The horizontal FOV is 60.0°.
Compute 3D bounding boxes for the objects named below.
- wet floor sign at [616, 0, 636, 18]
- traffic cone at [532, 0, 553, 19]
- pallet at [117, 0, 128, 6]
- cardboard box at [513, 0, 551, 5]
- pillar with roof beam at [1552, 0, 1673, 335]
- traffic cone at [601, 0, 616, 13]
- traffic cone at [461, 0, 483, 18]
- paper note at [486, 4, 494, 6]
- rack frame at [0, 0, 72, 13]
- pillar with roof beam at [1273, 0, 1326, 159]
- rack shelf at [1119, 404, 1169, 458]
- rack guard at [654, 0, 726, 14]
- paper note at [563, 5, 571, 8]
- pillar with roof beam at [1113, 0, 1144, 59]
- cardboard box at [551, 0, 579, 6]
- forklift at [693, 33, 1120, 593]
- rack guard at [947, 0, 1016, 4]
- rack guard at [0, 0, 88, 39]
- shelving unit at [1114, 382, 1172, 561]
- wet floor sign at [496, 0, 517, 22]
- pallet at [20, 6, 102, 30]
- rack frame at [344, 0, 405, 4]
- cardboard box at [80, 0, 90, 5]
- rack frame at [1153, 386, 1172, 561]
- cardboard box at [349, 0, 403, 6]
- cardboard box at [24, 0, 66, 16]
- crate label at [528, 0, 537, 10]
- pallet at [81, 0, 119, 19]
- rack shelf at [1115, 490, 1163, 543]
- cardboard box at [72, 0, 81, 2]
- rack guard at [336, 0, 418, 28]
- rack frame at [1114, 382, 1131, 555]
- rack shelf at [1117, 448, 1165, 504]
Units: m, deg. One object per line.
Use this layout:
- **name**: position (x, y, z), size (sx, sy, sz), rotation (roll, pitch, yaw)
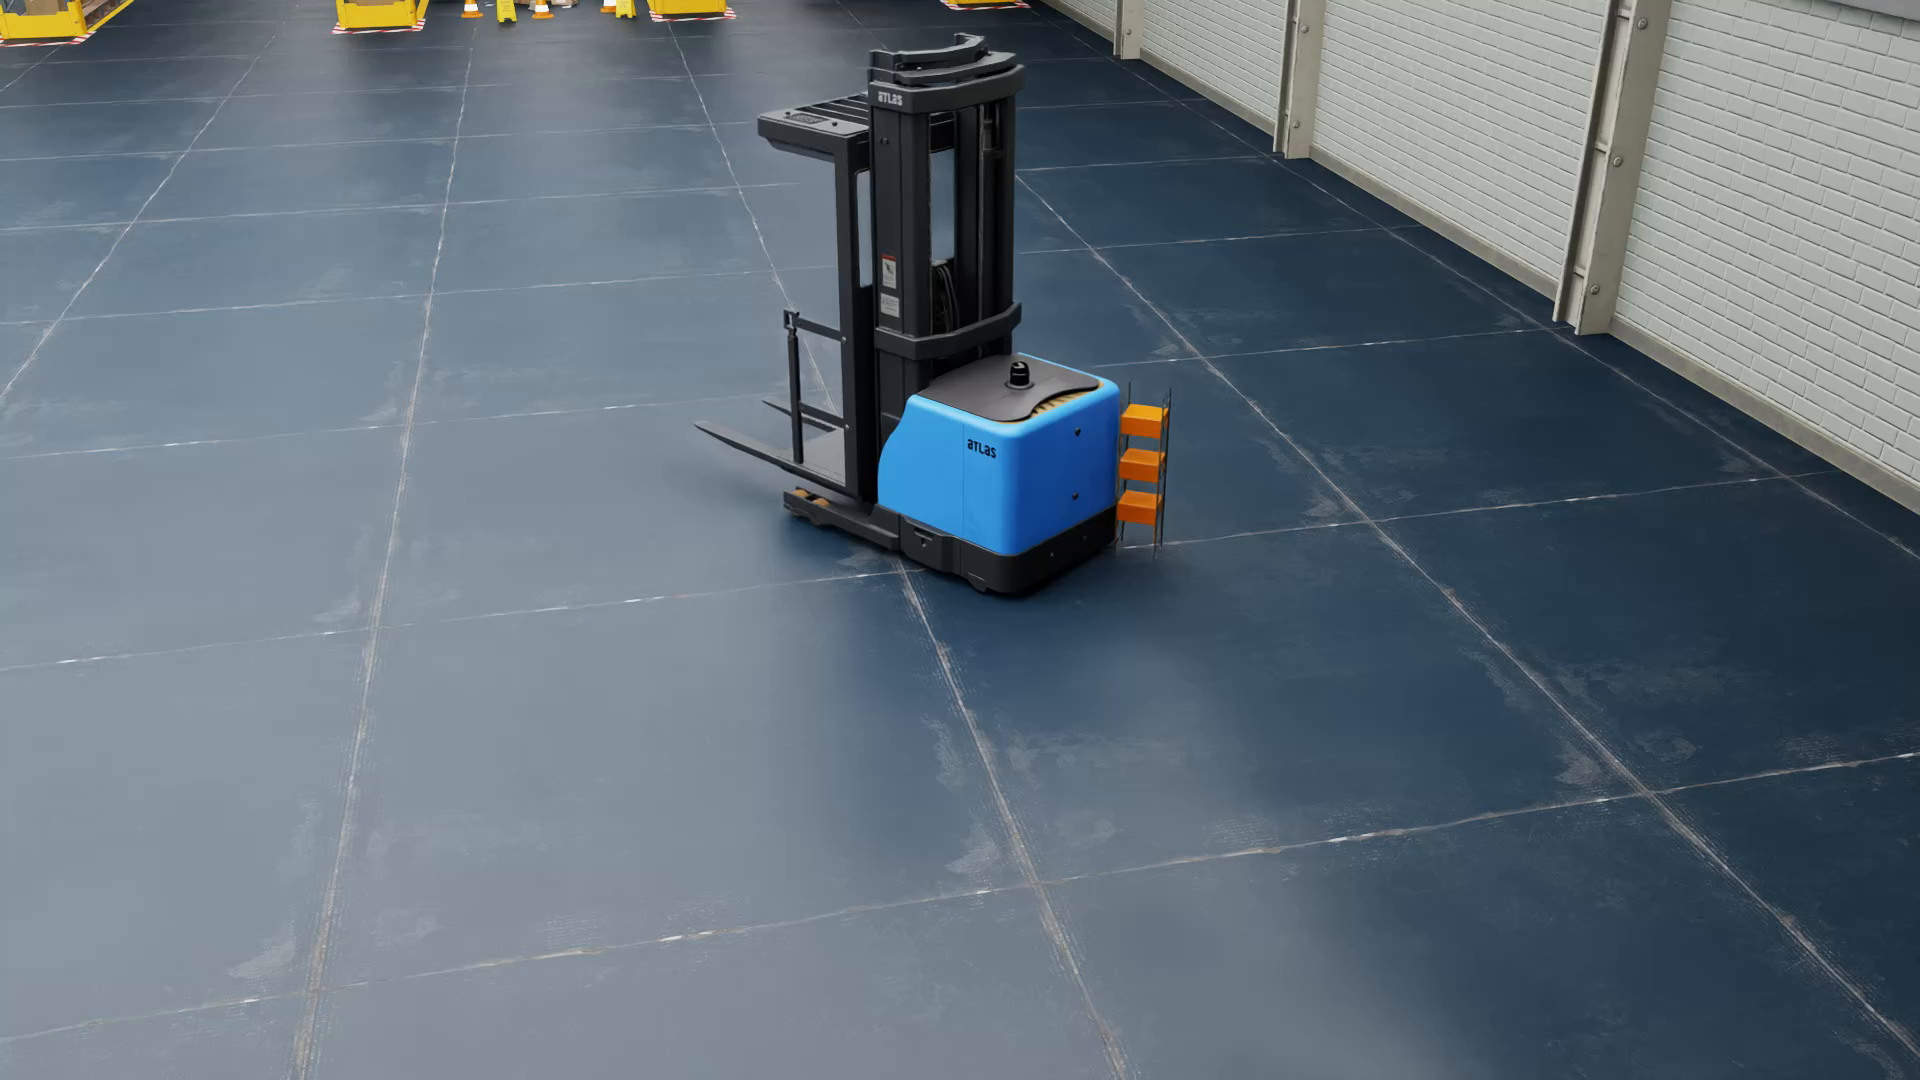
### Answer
- **wet floor sign**: position (-5.469, -8.868, 27.103), size (0.267, 0.644, 0.232), rotation (3, 27, 6)
- **traffic cone**: position (-6.828, -8.774, 27.120), size (0.336, 0.463, 0.334), rotation (-6, 27, -12)
- **pallet**: position (-14.840, -9.324, 28.489), size (1.003, 0.211, 1.213), rotation (-6, 27, -12)
- **cardboard box**: position (-7.332, -9.510, 28.533), size (0.637, 0.503, 0.797), rotation (19, 32, 32)
- **pillar with roof beam**: position (0.949, -5.352, 10.868), size (9.100, 9.000, 0.400), rotation (-6, 27, -12)
- **traffic cone**: position (-5.823, -9.036, 27.639), size (0.336, 0.463, 0.334), rotation (-6, 27, -12)
- **traffic cone**: position (-8.006, -8.808, 27.188), size (0.336, 0.463, 0.334), rotation (-6, 27, -12)
- **paper note**: position (-7.959, -9.080, 28.207), size (0.144, 0.017, 0.142), rotation (3, 27, 6)
- **rack frame**: position (-14.125, -9.104, 24.959), size (1.000, 3.000, 0.127), rotation (-6, 27, -12)
- **pillar with roof beam**: position (-0.403, -7.987, 16.086), size (9.100, 9.000, 0.400), rotation (-6, 27, -12)
- **rack shelf**: position (1.082, -0.645, 9.757), size (0.240, 0.259, 0.215), rotation (9, 28, 17)
- **rack guard**: position (-4.487, -9.028, 27.582), size (1.175, 0.500, 0.348), rotation (-6, 27, -12)
- **paper note**: position (-6.622, -8.998, 28.043), size (0.148, 0.019, 0.142), rotation (-16, 31, -29)
- **pillar with roof beam**: position (-1.755, -10.621, 21.305), size (9.100, 9.000, 0.400), rotation (-6, 27, -12)
- **cardboard box**: position (-6.733, -9.208, 28.328), size (0.380, 0.149, 0.250), rotation (8, 28, 15)
- **forklift**: position (-0.480, -1.555, 10.079), size (3.031, 2.935, 1.130), rotation (22, 34, 37)
- **rack guard**: position (0.371, -9.490, 28.497), size (1.175, 0.500, 0.348), rotation (-6, 27, -12)
- **rack guard**: position (-14.142, -8.022, 25.588), size (1.175, 0.500, 0.348), rotation (-6, 27, -12)
- **shelving unit**: position (1.082, -0.401, 9.880), size (0.252, 1.050, 0.215), rotation (9, 28, 17)
- **wet floor sign**: position (-7.334, -8.701, 26.772), size (0.267, 0.644, 0.232), rotation (-11, 29, -20)
- **pallet**: position (-14.290, -8.253, 26.367), size (1.003, 0.211, 1.213), rotation (-6, 27, -12)
- **rack frame**: position (-9.269, -9.564, 25.869), size (1.000, 3.000, 0.127), rotation (-6, 27, -12)
- **cardboard box**: position (-14.540, -8.987, 27.035), size (0.500, 0.500, 0.500), rotation (-3, 27, -7)
- **rack frame**: position (1.198, -0.383, 9.845), size (0.008, 1.050, 0.200), rotation (9, 28, 17)
- **cardboard box**: position (-9.487, -9.094, 26.829), size (0.875, 0.875, 0.875), rotation (-6, 27, -11)
- **cardboard box**: position (-14.249, -8.452, 25.974), size (0.500, 0.500, 0.500), rotation (-1, 27, -2)
- **crate label**: position (-7.066, -8.967, 27.864), size (0.250, 0.136, 0.298), rotation (-23, 35, -38)
- **pallet**: position (-14.562, -8.788, 27.426), size (1.003, 0.211, 1.213), rotation (-6, 27, -12)
- **rack shelf**: position (1.082, -0.144, 10.010), size (0.240, 0.259, 0.215), rotation (9, 28, 17)
- **cardboard box**: position (-14.417, -8.711, 26.487), size (0.500, 0.500, 0.500), rotation (1, 27, 2)
- **rack guard**: position (-9.264, -8.437, 26.411), size (1.175, 0.500, 0.348), rotation (-6, 27, -12)
- **rack frame**: position (0.967, -0.419, 9.916), size (0.008, 1.050, 0.200), rotation (9, 28, 17)
- **rack shelf**: position (1.082, -0.392, 9.885), size (0.240, 0.259, 0.215), rotation (9, 28, 17)
